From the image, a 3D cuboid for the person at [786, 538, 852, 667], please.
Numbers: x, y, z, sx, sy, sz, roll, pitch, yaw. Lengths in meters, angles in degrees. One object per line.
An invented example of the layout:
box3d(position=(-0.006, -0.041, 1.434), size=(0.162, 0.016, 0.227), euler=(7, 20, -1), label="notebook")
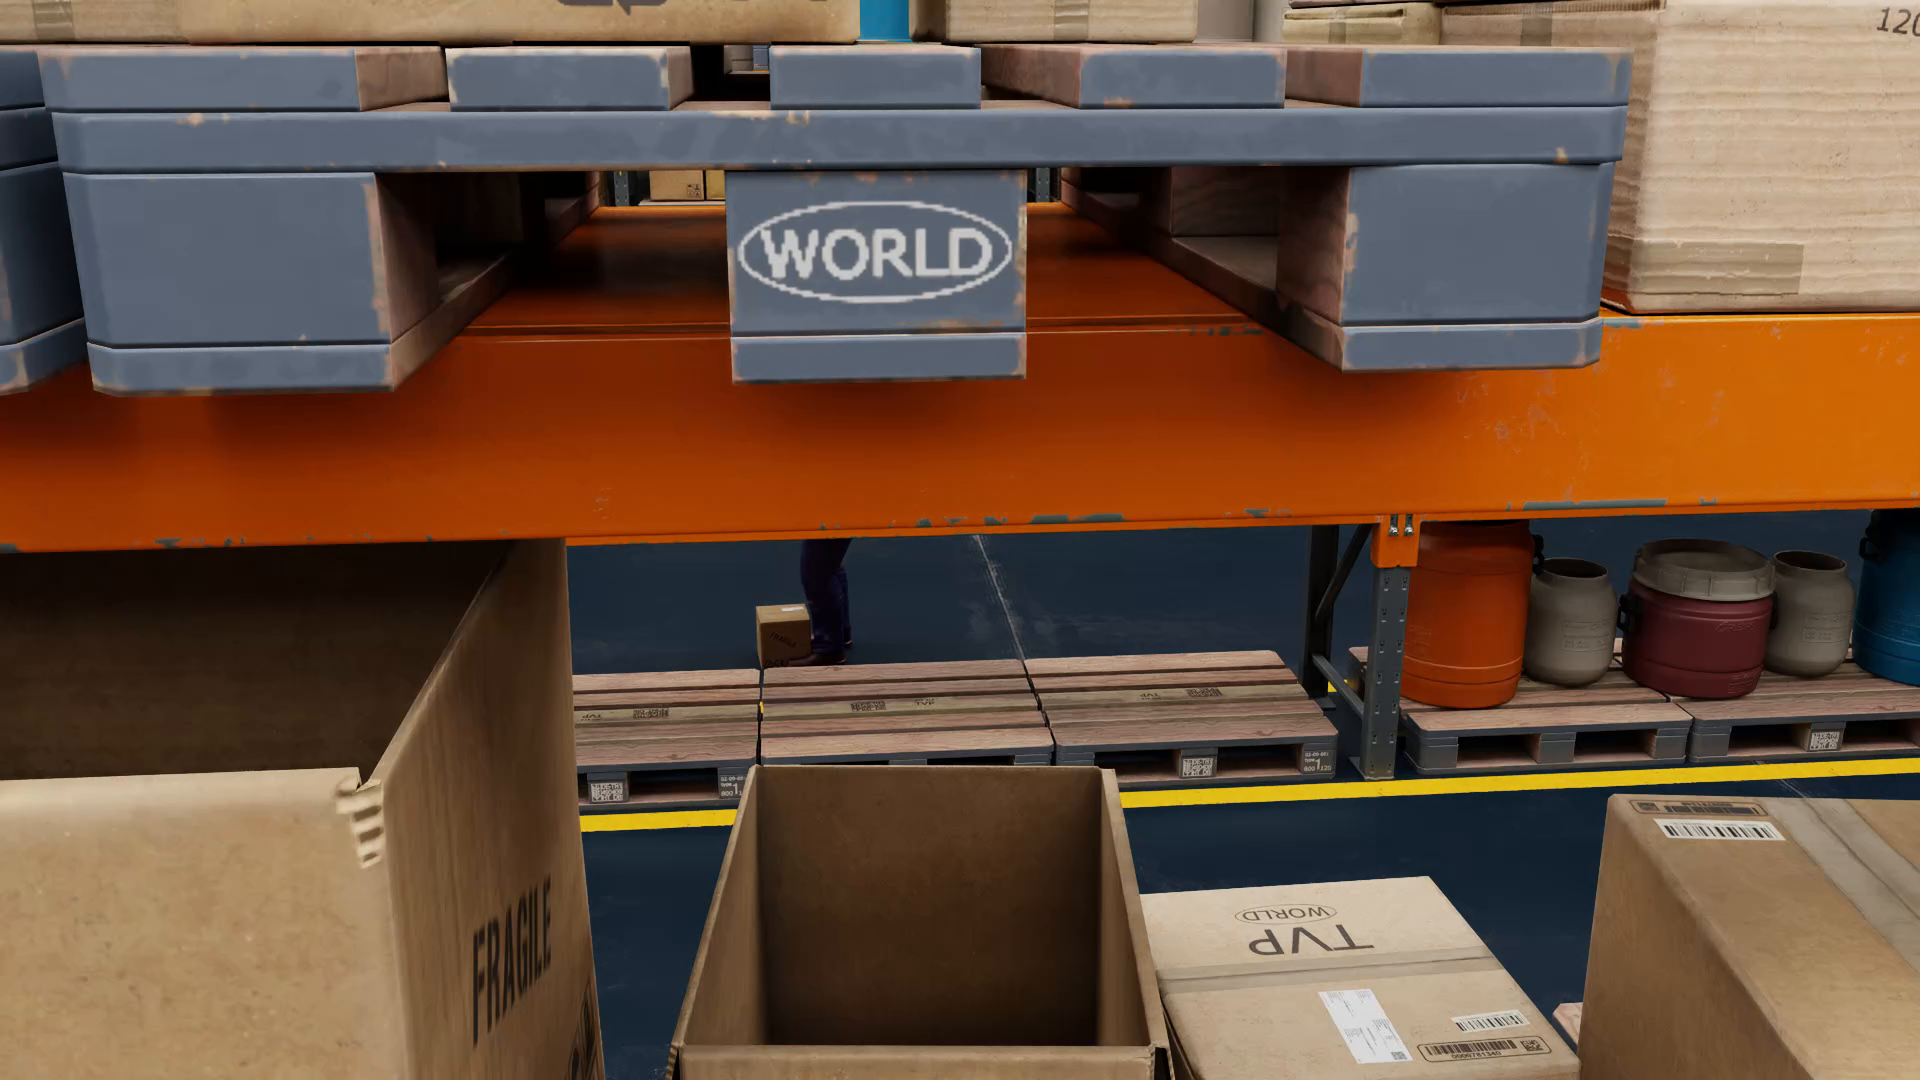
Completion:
box3d(position=(-0.673, -0.180, 8.193), size=(0.412, 1.626, 0.539), euler=(-2, 17, -5), label="person")
